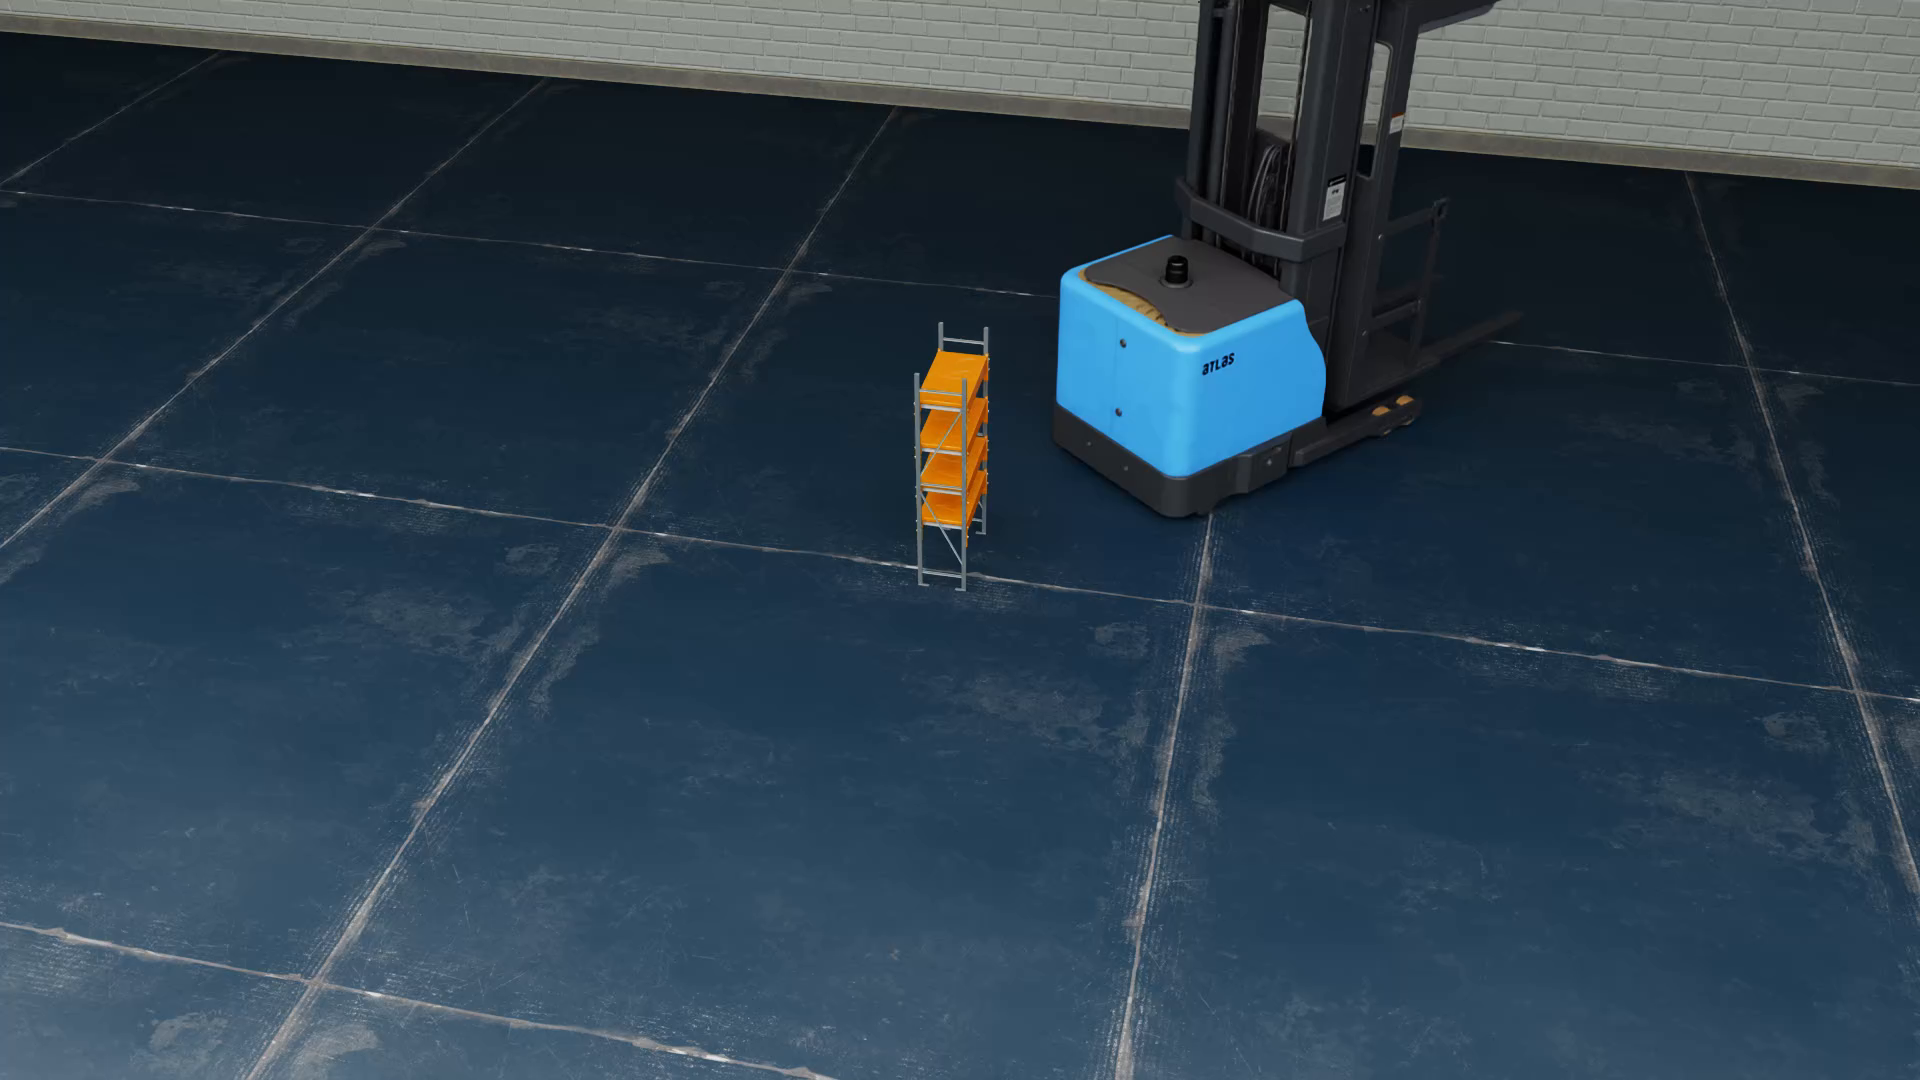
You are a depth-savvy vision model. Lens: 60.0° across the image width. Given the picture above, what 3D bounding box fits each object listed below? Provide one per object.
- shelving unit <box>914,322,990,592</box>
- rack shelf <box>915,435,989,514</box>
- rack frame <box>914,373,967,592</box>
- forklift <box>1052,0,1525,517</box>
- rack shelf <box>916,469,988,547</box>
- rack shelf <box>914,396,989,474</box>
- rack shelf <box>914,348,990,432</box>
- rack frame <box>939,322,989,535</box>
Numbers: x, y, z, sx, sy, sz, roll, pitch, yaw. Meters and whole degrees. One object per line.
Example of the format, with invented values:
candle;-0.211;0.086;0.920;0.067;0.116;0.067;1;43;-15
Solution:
shelving unit;-0.035;-0.391;8.037;0.258;1.200;0.503;7;37;10
rack shelf;-0.035;-0.336;8.077;0.258;0.148;0.480;7;37;10
rack frame;-0.087;-0.251;7.844;0.240;1.200;0.015;7;37;10
forklift;1.993;-1.995;8.775;3.031;2.935;1.130;-24;42;-29
rack shelf;-0.035;-0.176;8.193;0.258;0.148;0.480;7;37;10
rack shelf;-0.035;-0.518;7.945;0.258;0.148;0.480;7;37;10
rack shelf;-0.035;-0.709;7.806;0.258;0.148;0.480;7;37;10
rack frame;0.017;-0.531;8.230;0.240;1.200;0.015;7;37;10
